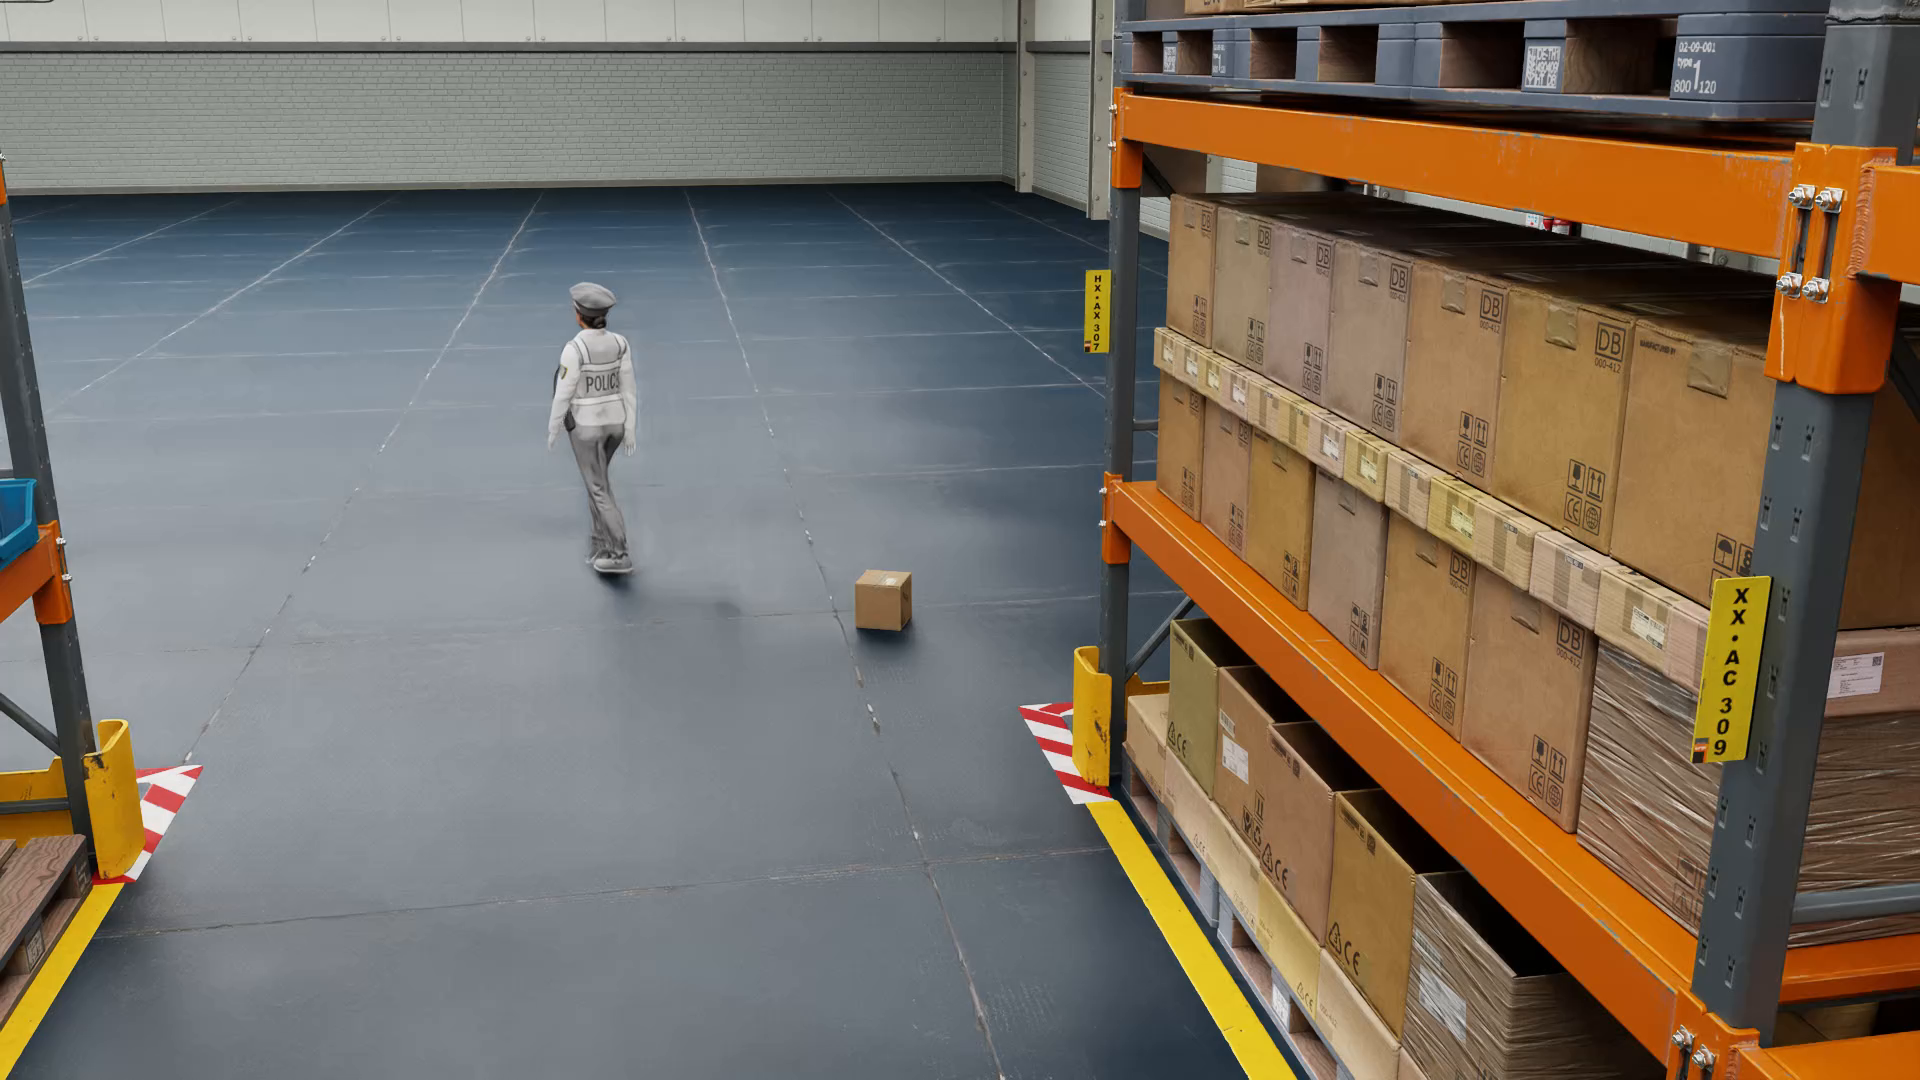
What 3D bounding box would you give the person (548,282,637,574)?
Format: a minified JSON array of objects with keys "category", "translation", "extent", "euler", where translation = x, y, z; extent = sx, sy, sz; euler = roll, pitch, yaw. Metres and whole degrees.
[{"category":"person","translation":[-2.129,-0.606,9.590],"extent":[0.552,1.756,0.482],"euler":[12,20,35]}]
